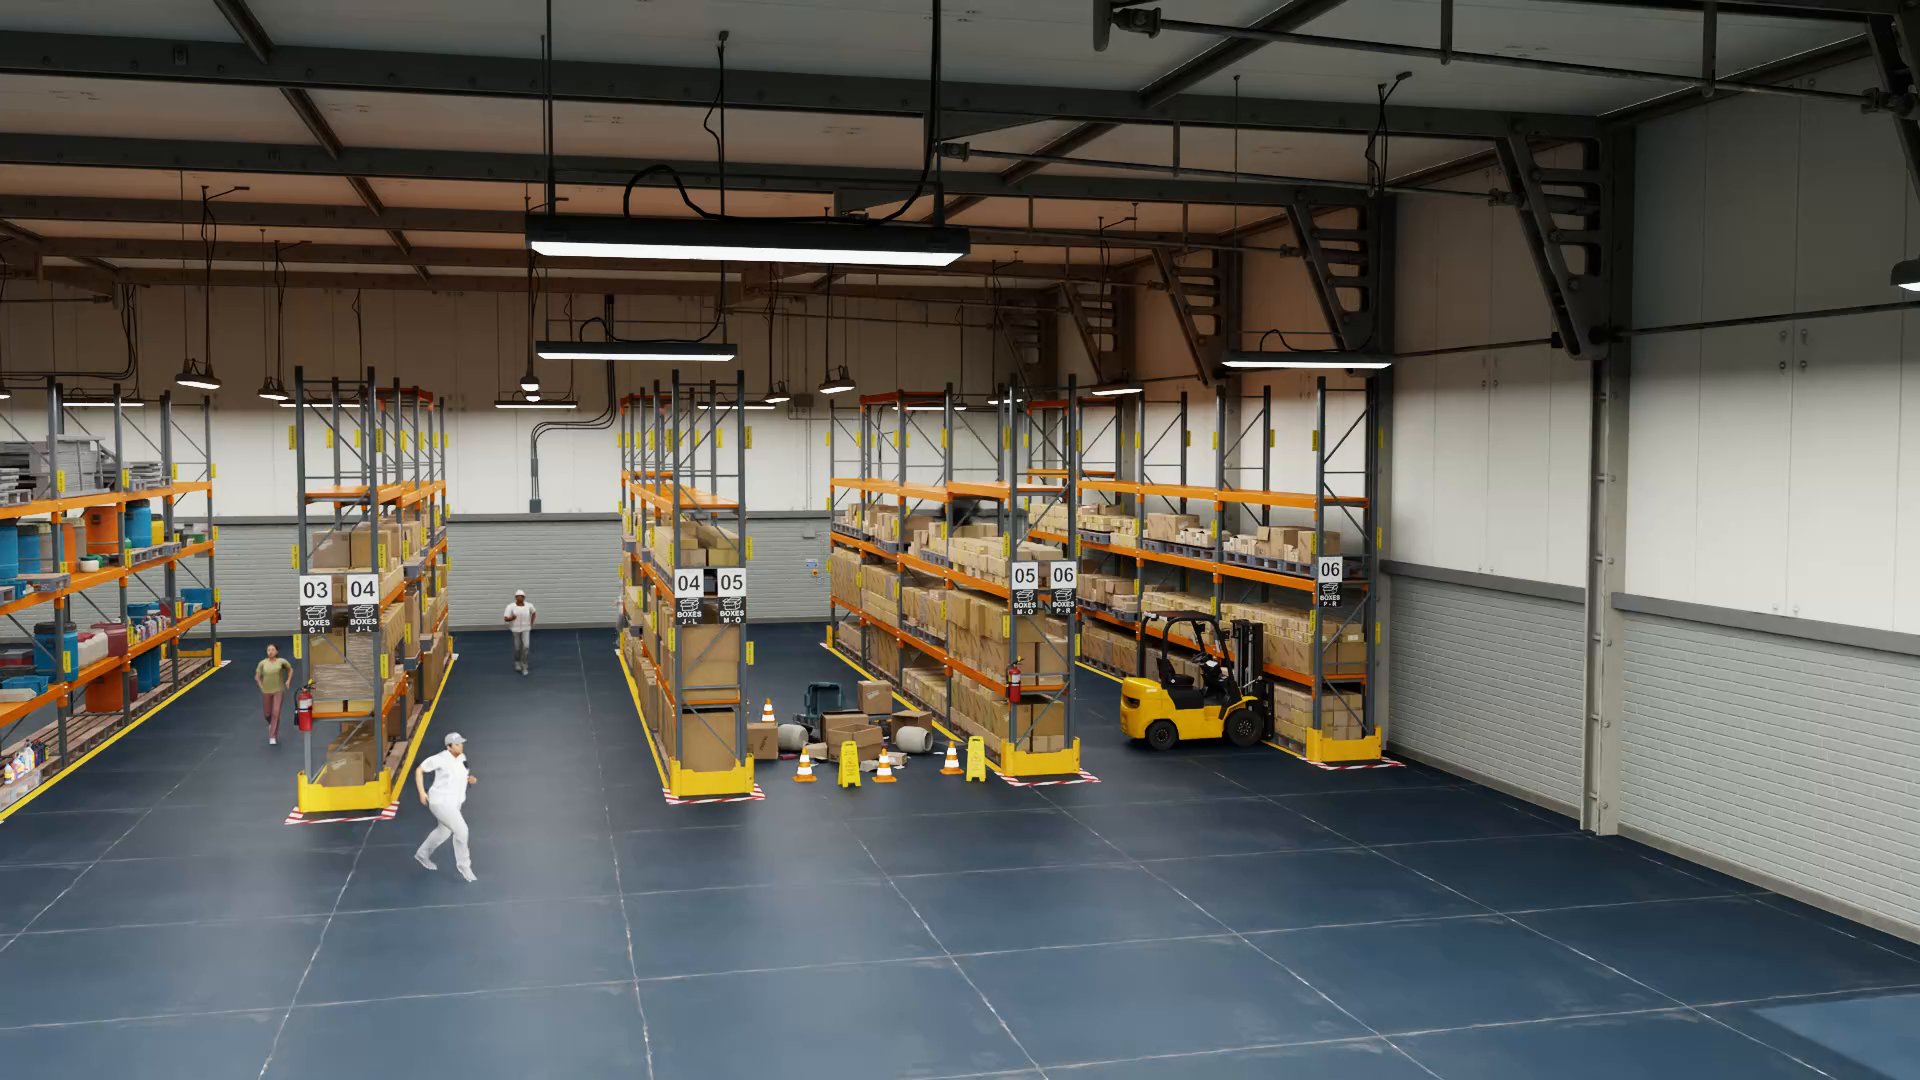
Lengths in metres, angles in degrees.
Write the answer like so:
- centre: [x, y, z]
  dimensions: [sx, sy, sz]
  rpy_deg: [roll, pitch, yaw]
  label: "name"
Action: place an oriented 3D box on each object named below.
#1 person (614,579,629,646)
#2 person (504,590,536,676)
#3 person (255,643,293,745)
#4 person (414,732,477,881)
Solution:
- centre: [-8.026, 1.770, 40.306]
  dimensions: [0.778, 1.785, 0.785]
  rpy_deg: [-1, 4, -16]
  label: "person"
- centre: [-9.431, 1.955, 35.679]
  dimensions: [0.682, 1.773, 0.808]
  rpy_deg: [-1, 4, -17]
  label: "person"
- centre: [-11.424, 2.537, 27.694]
  dimensions: [0.593, 1.640, 0.875]
  rpy_deg: [-1, 4, -17]
  label: "person"
- centre: [-5.912, 3.049, 19.060]
  dimensions: [0.861, 1.713, 0.627]
  rpy_deg: [1, 4, 20]
  label: "person"
